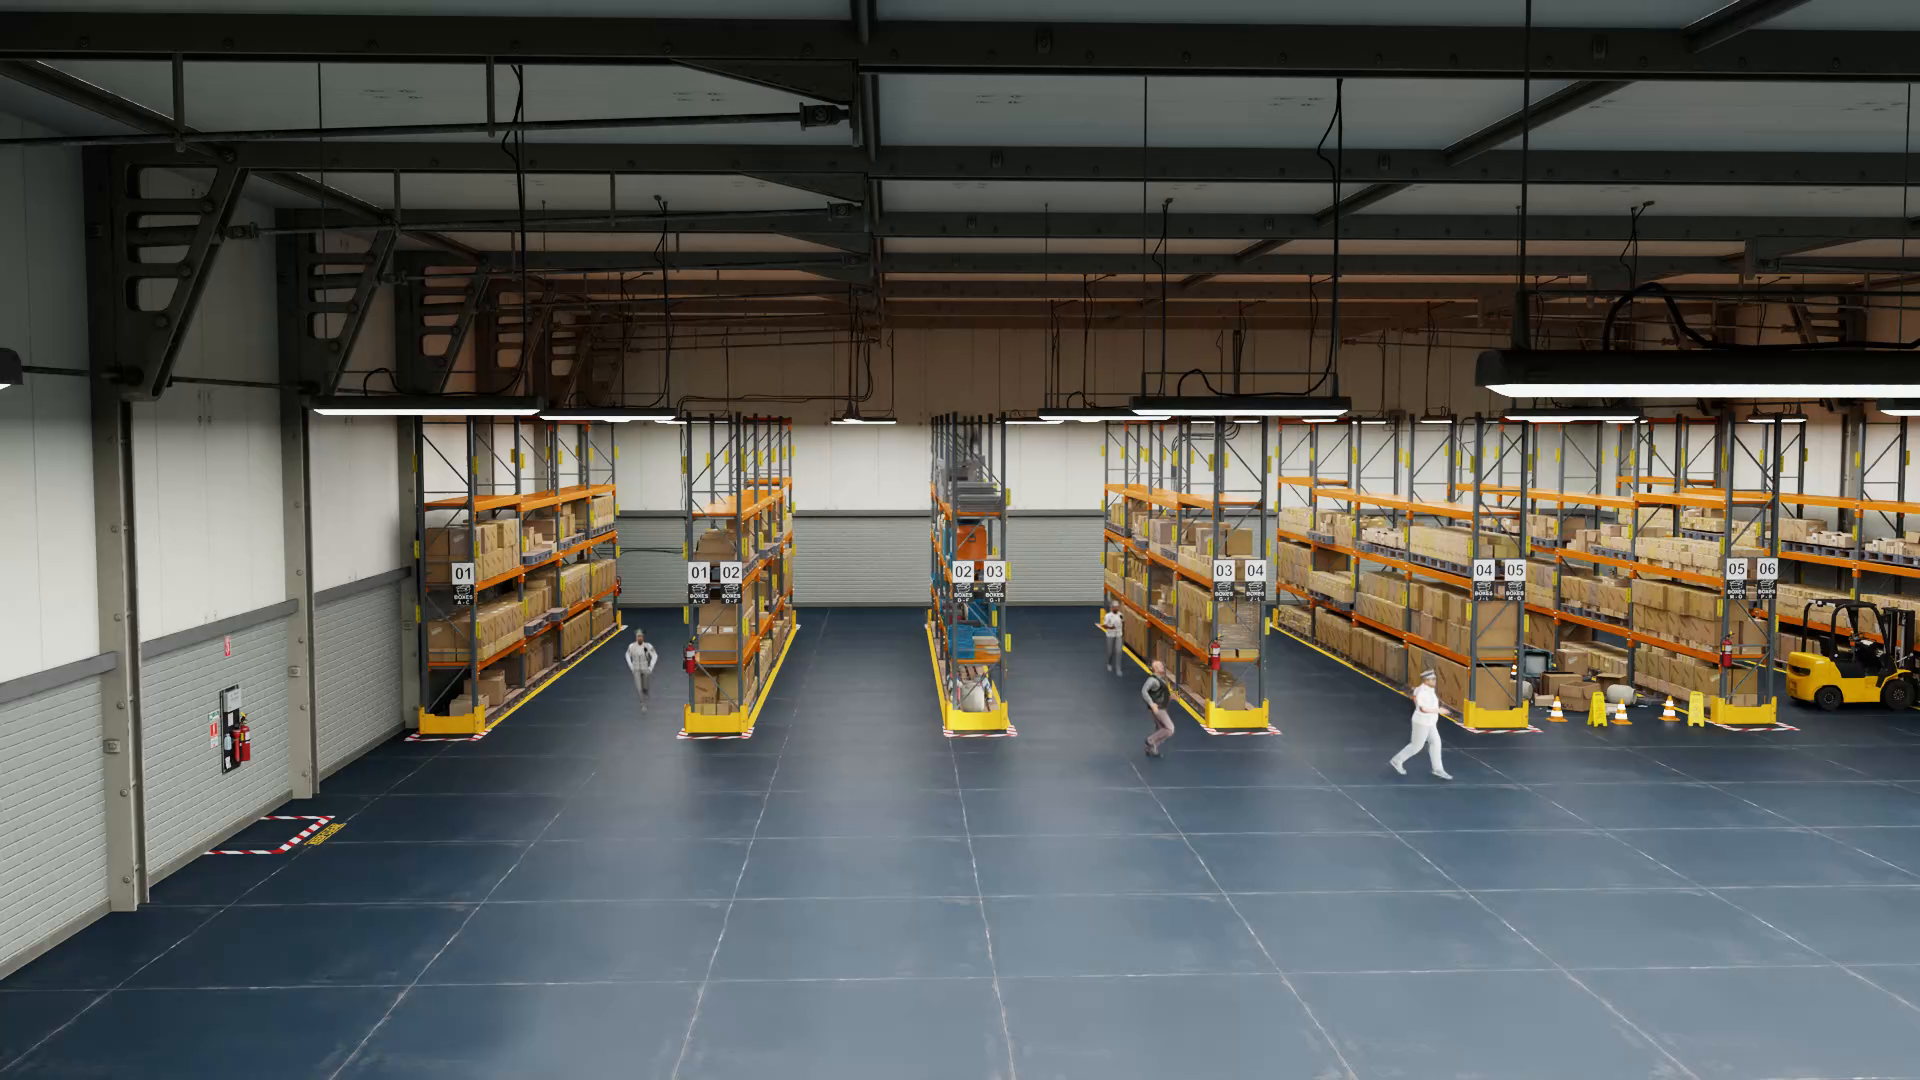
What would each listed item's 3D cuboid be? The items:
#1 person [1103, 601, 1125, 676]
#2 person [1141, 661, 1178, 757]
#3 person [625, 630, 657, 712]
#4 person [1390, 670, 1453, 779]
[{"bbox_3d":[3.572,2.238,38.390,0.578,1.698,0.870,-1,4,-8],"label":"person"},{"bbox_3d":[3.466,2.923,28.671,0.591,1.680,0.644,1,4,20],"label":"person"},{"bbox_3d":[-6.442,2.620,33.605,0.639,1.662,0.564,0,4,-4],"label":"person"},{"bbox_3d":[7.518,2.986,27.062,0.983,1.784,0.626,2,4,28],"label":"person"}]
